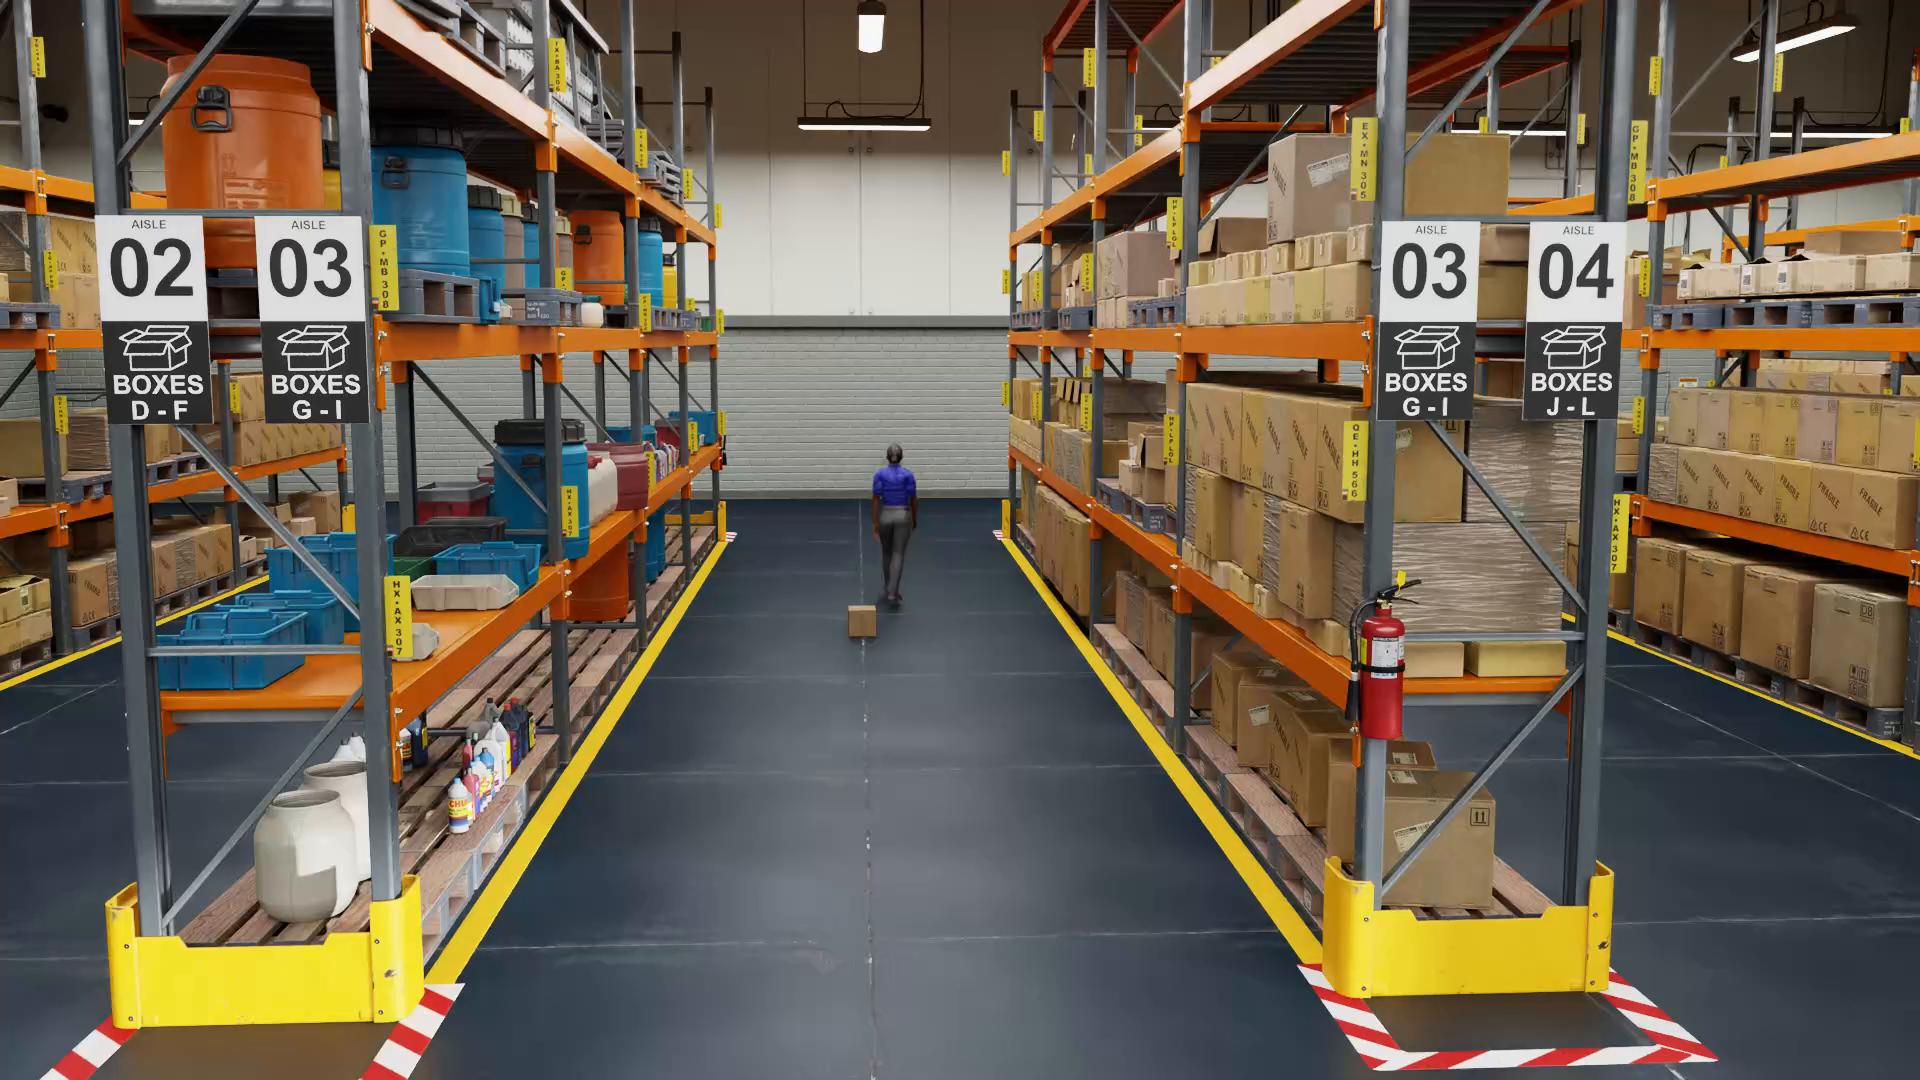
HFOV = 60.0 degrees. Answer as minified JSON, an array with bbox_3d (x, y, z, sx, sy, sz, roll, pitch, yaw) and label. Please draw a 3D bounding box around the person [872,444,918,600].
[{"bbox_3d":[-0.663,-0.208,17.346,0.460,1.603,0.965,1,7,9],"label":"person"}]
